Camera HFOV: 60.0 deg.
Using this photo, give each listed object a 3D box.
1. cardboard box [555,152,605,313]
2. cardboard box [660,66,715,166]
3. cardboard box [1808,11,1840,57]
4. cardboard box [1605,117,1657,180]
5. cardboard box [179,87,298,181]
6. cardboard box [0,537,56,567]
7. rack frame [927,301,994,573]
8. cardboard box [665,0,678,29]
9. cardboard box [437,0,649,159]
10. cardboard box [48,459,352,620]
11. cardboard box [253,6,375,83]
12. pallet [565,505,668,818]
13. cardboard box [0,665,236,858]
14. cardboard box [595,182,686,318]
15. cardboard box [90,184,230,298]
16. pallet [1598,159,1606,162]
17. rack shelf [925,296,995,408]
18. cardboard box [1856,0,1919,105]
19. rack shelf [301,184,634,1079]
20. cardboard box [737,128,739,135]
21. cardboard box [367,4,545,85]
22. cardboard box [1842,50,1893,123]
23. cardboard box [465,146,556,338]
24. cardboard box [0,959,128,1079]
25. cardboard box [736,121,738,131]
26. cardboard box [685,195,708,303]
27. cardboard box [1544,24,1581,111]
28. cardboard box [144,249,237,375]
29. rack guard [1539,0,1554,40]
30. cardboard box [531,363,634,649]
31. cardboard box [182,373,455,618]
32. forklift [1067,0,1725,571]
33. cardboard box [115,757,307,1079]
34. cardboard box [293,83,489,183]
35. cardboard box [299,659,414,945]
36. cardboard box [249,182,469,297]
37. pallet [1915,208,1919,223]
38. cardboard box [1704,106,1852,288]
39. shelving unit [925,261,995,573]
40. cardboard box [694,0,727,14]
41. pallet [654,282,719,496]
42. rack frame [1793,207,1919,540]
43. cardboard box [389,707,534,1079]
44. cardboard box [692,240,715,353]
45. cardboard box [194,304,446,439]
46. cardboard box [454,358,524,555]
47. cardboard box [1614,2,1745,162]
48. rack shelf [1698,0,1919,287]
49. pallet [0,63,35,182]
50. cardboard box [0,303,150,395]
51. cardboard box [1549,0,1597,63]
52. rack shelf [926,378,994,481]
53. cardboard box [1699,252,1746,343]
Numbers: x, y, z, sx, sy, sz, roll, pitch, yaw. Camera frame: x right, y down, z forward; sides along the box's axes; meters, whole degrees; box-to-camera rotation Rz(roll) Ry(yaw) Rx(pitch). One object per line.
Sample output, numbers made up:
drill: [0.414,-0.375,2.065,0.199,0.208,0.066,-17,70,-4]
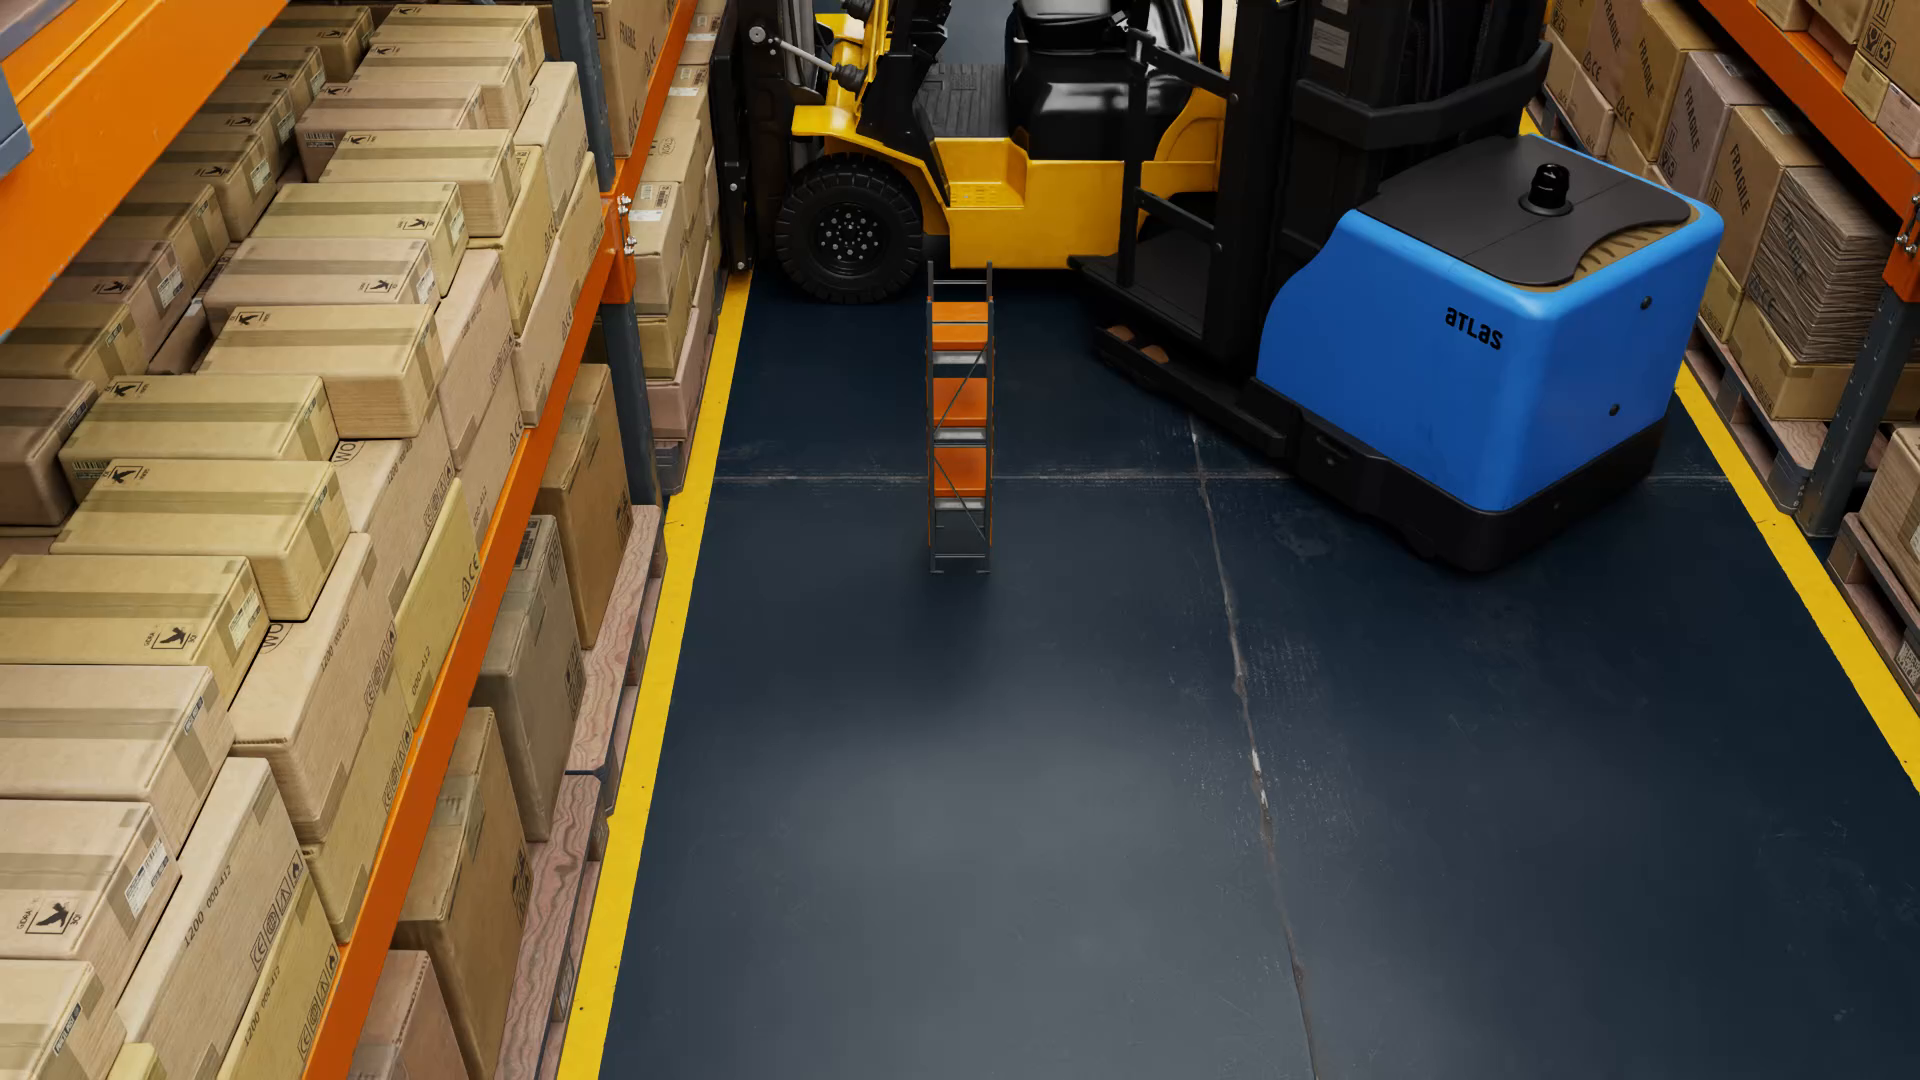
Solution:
cardboard box: [-1.273,-0.832,4.510,0.500,0.250,0.500,1,39,1]
cardboard box: [-1.224,-1.620,6.437,0.500,0.250,0.500,1,39,1]
cardboard box: [3.208,-1.789,5.785,0.380,0.149,0.250,-1,39,-1]
cardboard box: [3.155,-1.639,7.259,0.500,0.250,0.500,2,39,3]
cardboard box: [-1.802,-0.954,3.943,0.380,0.149,0.250,0,39,0]
cardboard box: [-1.809,0.245,2.765,0.500,0.250,0.500,0,39,0]
rack frame: [0.000,-0.300,5.285,0.200,1.050,0.008,0,39,0]
cardboard box: [-1.293,-2.165,5.973,0.500,0.500,0.500,0,39,0]
cardboard box: [-1.274,-1.522,5.171,0.500,0.500,0.500,-1,39,-1]
cardboard box: [-1.248,-0.003,2.756,0.380,0.149,0.250,1,39,1]
cardboard box: [-1.749,-1.278,4.347,0.380,0.149,0.250,-1,39,-1]
pallet: [-1.495,0.343,5.153,1.003,0.211,1.213,0,39,0]
cardboard box: [-1.277,0.313,2.362,0.380,0.149,0.250,0,39,0]
cardboard box: [-1.222,-0.989,5.649,0.500,0.250,0.500,-1,39,-1]
cardboard box: [-1.806,-0.638,3.549,0.380,0.149,0.250,0,39,0]
pallet: [3.388,-1.308,7.214,1.003,0.211,1.213,0,39,0]
rack shelf: [0.000,-0.589,5.209,0.215,0.259,0.240,0,39,0]
cardboard box: [3.179,-1.644,5.085,0.500,0.500,0.500,-1,39,-1]
rack shelf: [-1.533,0.326,3.520,1.077,0.370,4.000,0,39,0]
cardboard box: [-1.217,-1.556,7.156,0.500,0.250,0.500,1,39,1]
cardboard box: [-1.313,-1.284,4.355,0.380,0.149,0.250,1,39,2]
cardboard box: [3.116,-1.470,5.387,0.380,0.149,0.250,1,39,1]
cardboard box: [-1.271,-0.714,3.962,0.500,0.250,0.500,-1,39,-1]
cardboard box: [-1.238,0.637,1.958,0.380,0.149,0.250,1,39,1]
cardboard box: [-1.218,-1.740,6.985,0.500,0.250,0.500,0,39,0]
cardboard box: [-1.229,-1.109,6.199,0.500,0.250,0.500,0,39,0]
cardboard box: [3.148,-2.299,8.083,0.500,0.250,0.500,0,39,0]
cardboard box: [-1.811,-0.389,3.557,0.500,0.250,0.500,-1,39,-1]
rack guard: [3.424,-2.690,8.707,1.175,0.500,0.348,0,39,0]
cardboard box: [-1.523,-0.117,5.060,0.875,0.625,0.625,2,39,2]
cardboard box: [-1.294,-0.078,3.169,0.500,0.250,0.500,0,39,1]
forklift: [1.186,-1.904,5.782,1.130,2.935,3.031,-26,45,-29]
cardboard box: [-1.286,0.568,2.362,0.500,0.250,0.500,1,39,1]
cardboard box: [-1.347,-0.970,3.963,0.380,0.149,0.250,0,39,0]
cardboard box: [-1.290,0.440,2.922,0.500,0.250,0.500,-1,39,-2]
cardboard box: [-1.276,-0.642,3.553,0.380,0.149,0.250,-1,39,-1]
pallet: [3.284,-0.659,4.327,1.003,0.211,1.213,0,39,0]
cardboard box: [3.157,-1.283,6.216,0.500,0.500,0.500,1,39,1]
shelving unit: [0.000,-0.376,5.380,0.215,1.050,0.252,0,39,0]
cardboard box: [-1.210,-2.266,7.242,0.500,0.250,0.500,0,39,1]
pallet: [-1.494,-0.615,6.348,1.003,0.211,1.213,0,39,0]
rack frame: [3.429,-1.212,4.863,1.000,3.000,0.127,0,39,0]
cardboard box: [-1.527,0.839,3.868,0.875,0.625,0.625,-2,39,-2]
cardboard box: [-1.221,-0.917,6.358,0.500,0.250,0.500,-1,39,-1]
cardboard box: [-1.204,-0.320,3.151,0.380,0.149,0.250,-1,39,-1]
cardboard box: [-1.297,-0.207,3.730,0.500,0.250,0.500,0,39,0]
cardboard box: [3.146,-1.936,7.031,0.500,0.500,0.500,1,39,1]
rack shelf: [3.426,-2.182,6.649,1.077,0.370,4.000,0,39,0]
pallet: [-1.621,-0.225,1.385,1.213,0.211,1.003,2,39,2]
cardboard box: [-1.794,-0.324,3.157,0.380,0.149,0.250,0,39,0]
cardboard box: [3.149,-2.577,7.830,0.500,0.500,0.500,-1,39,-2]
rack shelf: [0.000,-0.368,5.387,0.215,0.259,0.240,0,39,0]
cardboard box: [3.149,-1.005,6.468,0.500,0.250,0.500,-1,39,-1]
